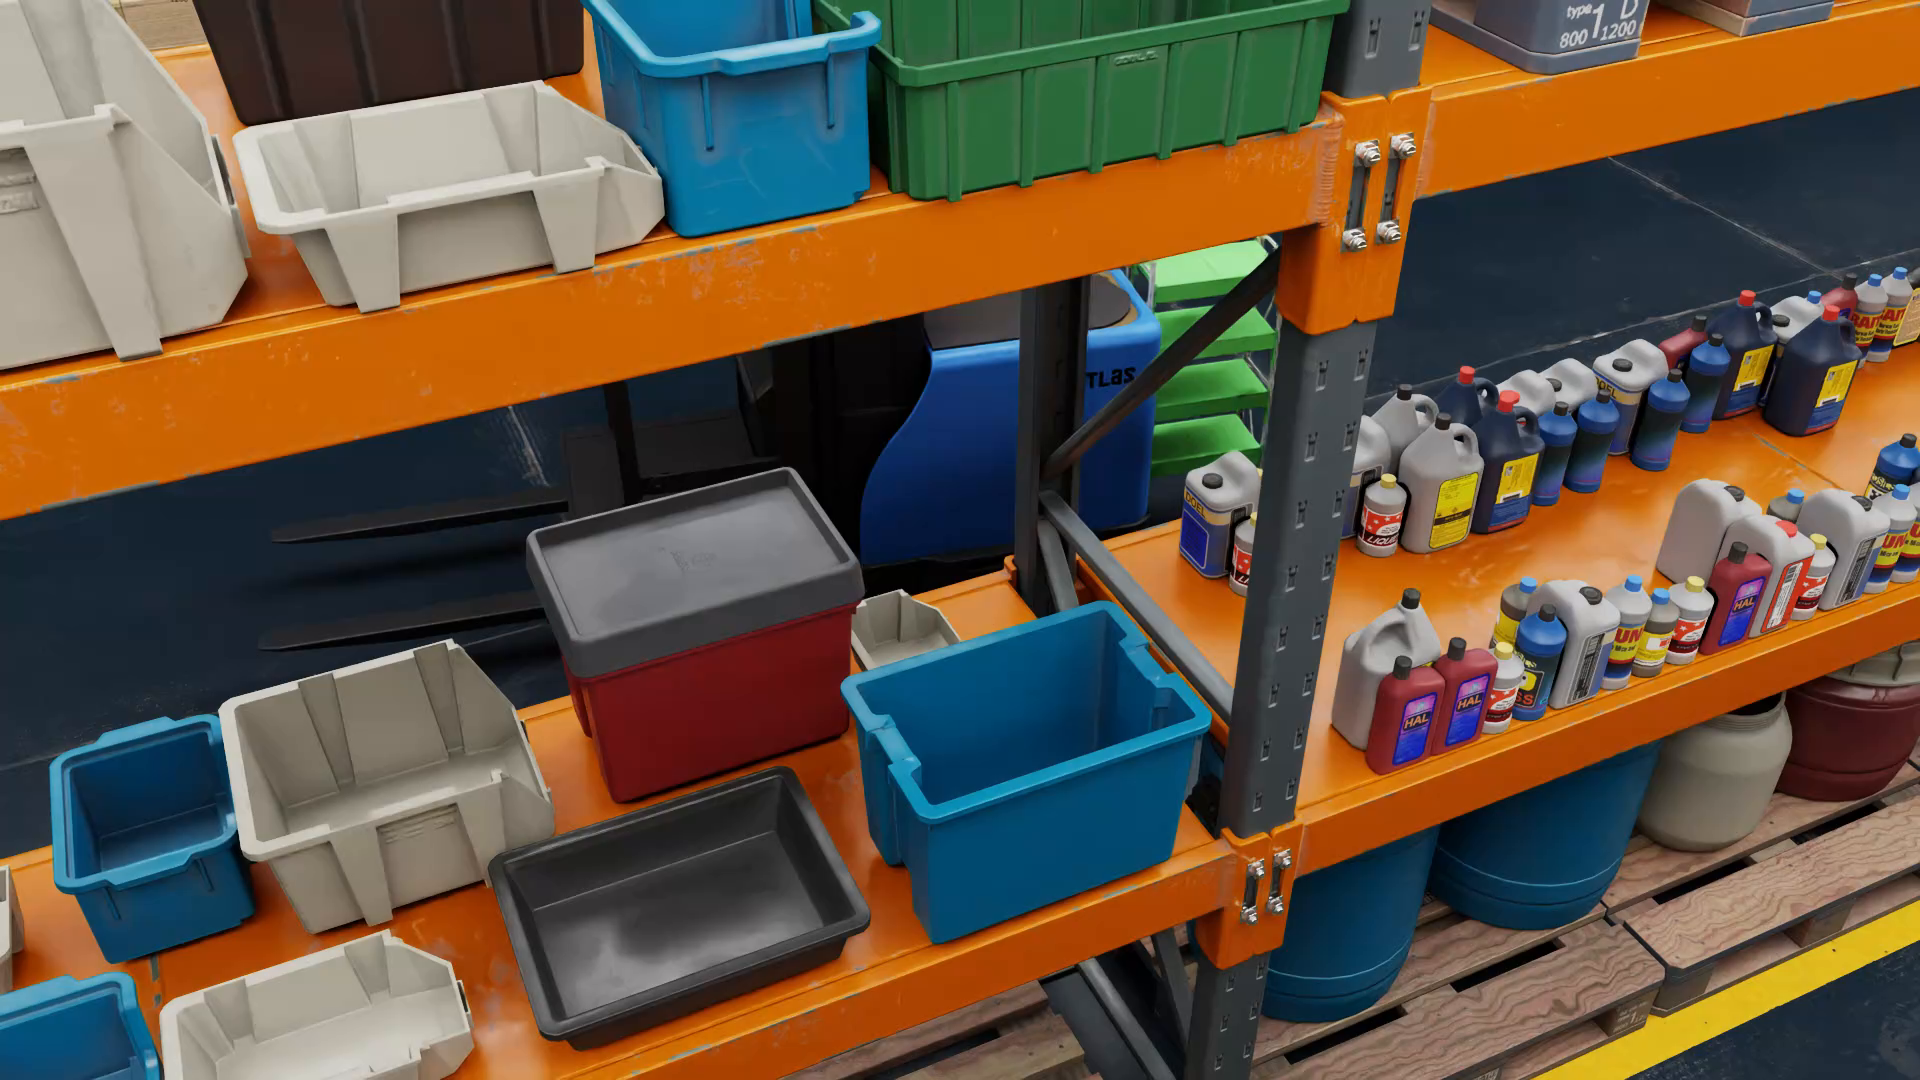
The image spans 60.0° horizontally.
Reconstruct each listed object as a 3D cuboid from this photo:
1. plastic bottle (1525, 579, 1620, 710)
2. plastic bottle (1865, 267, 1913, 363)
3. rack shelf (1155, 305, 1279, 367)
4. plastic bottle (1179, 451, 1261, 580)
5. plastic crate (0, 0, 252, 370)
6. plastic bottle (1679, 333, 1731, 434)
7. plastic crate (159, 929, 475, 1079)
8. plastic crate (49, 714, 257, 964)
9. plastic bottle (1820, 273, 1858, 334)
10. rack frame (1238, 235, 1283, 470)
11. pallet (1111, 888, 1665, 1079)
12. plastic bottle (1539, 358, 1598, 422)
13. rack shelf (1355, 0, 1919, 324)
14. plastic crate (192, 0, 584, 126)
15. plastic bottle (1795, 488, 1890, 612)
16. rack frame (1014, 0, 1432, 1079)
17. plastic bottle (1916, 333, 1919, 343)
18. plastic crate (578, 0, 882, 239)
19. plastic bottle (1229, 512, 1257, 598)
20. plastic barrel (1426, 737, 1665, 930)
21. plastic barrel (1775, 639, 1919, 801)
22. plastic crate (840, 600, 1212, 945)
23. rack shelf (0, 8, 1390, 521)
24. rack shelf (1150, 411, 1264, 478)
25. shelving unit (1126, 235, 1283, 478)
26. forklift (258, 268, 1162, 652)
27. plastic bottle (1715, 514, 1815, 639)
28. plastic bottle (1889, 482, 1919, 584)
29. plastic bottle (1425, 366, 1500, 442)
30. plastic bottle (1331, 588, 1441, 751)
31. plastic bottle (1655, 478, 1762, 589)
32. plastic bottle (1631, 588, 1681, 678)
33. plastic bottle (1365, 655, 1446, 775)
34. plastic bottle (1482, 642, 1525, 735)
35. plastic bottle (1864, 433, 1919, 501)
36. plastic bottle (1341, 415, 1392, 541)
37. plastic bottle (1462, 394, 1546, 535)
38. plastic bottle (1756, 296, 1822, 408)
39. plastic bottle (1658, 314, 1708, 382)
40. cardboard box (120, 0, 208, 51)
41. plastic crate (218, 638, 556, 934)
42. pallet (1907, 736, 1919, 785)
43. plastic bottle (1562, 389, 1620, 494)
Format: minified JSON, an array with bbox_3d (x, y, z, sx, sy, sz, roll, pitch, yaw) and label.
[{"bbox_3d":[1.305,0.204,3.562,0.135,0.276,0.152,-16,39,-20],"label":"plastic bottle"},{"bbox_3d":[2.620,-0.644,4.708,0.097,0.271,0.097,0,37,0],"label":"plastic bottle"},{"bbox_3d":[0.853,-0.710,5.904,0.480,0.148,0.258,-9,37,-12],"label":"rack shelf"},{"bbox_3d":[0.612,-0.066,3.925,0.135,0.276,0.152,-16,39,-20],"label":"plastic bottle"},{"bbox_3d":[-1.090,-0.381,1.827,0.530,0.282,0.437,-16,39,-20],"label":"plastic crate"},{"bbox_3d":[1.971,-0.422,4.409,0.097,0.271,0.097,0,37,0],"label":"plastic bottle"},{"bbox_3d":[-1.056,0.843,2.767,0.466,0.136,0.293,-16,39,-20],"label":"plastic crate"},{"bbox_3d":[-1.478,0.556,3.073,0.300,0.233,0.416,-16,39,-20],"label":"plastic crate"},{"bbox_3d":[2.420,-0.604,4.645,0.133,0.283,0.061,-16,39,-20],"label":"plastic bottle"},{"bbox_3d":[1.089,-0.605,6.059,0.015,1.200,0.240,-9,37,-12],"label":"rack frame"},{"bbox_3d":[1.109,1.105,4.583,1.213,0.211,1.003,-16,39,-20],"label":"pallet"},{"bbox_3d":[1.522,-0.320,4.268,0.135,0.276,0.152,-16,39,-20],"label":"plastic bottle"},{"bbox_3d":[2.204,-1.264,3.522,4.000,0.370,1.077,-16,39,-20],"label":"rack shelf"},{"bbox_3d":[-0.848,-0.828,2.440,0.590,0.269,0.497,-16,39,-20],"label":"plastic crate"},{"bbox_3d":[2.022,0.003,3.832,0.135,0.276,0.152,-16,39,-20],"label":"plastic bottle"},{"bbox_3d":[0.393,0.158,3.519,0.127,3.000,1.000,-16,39,-20],"label":"rack frame"},{"bbox_3d":[2.829,-0.674,4.807,0.097,0.201,0.097,0,37,0],"label":"plastic bottle"},{"bbox_3d":[-0.295,-0.577,2.132,0.300,0.233,0.416,-16,39,-20],"label":"plastic crate"},{"bbox_3d":[0.682,0.026,3.863,0.097,0.201,0.097,0,37,0],"label":"plastic bottle"},{"bbox_3d":[1.534,0.525,4.434,0.708,0.901,0.600,-16,39,-20],"label":"plastic barrel"},{"bbox_3d":[2.556,0.364,4.912,0.708,0.588,0.600,-16,39,-20],"label":"plastic barrel"},{"bbox_3d":[0.115,0.443,3.098,0.575,0.384,0.392,-16,39,-20],"label":"plastic crate"},{"bbox_3d":[-1.417,-0.251,2.157,4.000,0.370,1.077,-16,39,-20],"label":"rack shelf"},{"bbox_3d":[0.853,-0.324,6.190,0.480,0.148,0.258,-9,37,-12],"label":"rack shelf"},{"bbox_3d":[0.853,-0.568,6.009,0.503,1.200,0.258,-9,37,-12],"label":"shelving unit"},{"bbox_3d":[-0.900,-1.065,5.225,3.031,2.935,1.130,-9,37,-12],"label":"forklift"},{"bbox_3d":[1.812,0.062,3.753,0.135,0.276,0.152,-16,39,-20],"label":"plastic bottle"},{"bbox_3d":[2.227,-0.034,3.886,0.097,0.271,0.097,0,37,0],"label":"plastic bottle"},{"bbox_3d":[1.253,-0.278,4.148,0.185,0.351,0.144,-16,39,-20],"label":"plastic bottle"},{"bbox_3d":[0.886,0.253,3.432,0.185,0.351,0.144,-16,39,-20],"label":"plastic bottle"},{"bbox_3d":[1.747,-0.020,3.863,0.135,0.276,0.152,-16,39,-20],"label":"plastic bottle"},{"bbox_3d":[1.510,0.194,3.637,0.097,0.201,0.097,0,37,0],"label":"plastic bottle"},{"bbox_3d":[0.906,0.342,3.369,0.133,0.283,0.061,-16,39,-20],"label":"plastic bottle"},{"bbox_3d":[1.124,0.302,3.491,0.097,0.201,0.097,0,37,0],"label":"plastic bottle"},{"bbox_3d":[2.254,-0.137,4.024,0.097,0.271,0.097,0,37,0],"label":"plastic bottle"},{"bbox_3d":[0.943,-0.159,4.050,0.135,0.276,0.152,-16,39,-20],"label":"plastic bottle"},{"bbox_3d":[1.315,-0.200,4.043,0.185,0.351,0.144,-16,39,-20],"label":"plastic bottle"},{"bbox_3d":[2.230,-0.518,4.535,0.135,0.276,0.152,-16,39,-20],"label":"plastic bottle"},{"bbox_3d":[1.922,-0.465,4.457,0.133,0.283,0.061,-16,39,-20],"label":"plastic bottle"},{"bbox_3d":[-2.929,-2.057,6.382,0.500,0.250,0.500,-15,39,-19],"label":"cardboard box"},{"bbox_3d":[-1.068,0.469,3.149,0.530,0.282,0.437,-16,39,-20],"label":"plastic crate"},{"bbox_3d":[3.318,0.488,5.415,1.213,0.211,1.003,-16,39,-20],"label":"pallet"},{"bbox_3d":[1.591,-0.256,4.185,0.097,0.271,0.097,0,37,0],"label":"plastic bottle"}]
